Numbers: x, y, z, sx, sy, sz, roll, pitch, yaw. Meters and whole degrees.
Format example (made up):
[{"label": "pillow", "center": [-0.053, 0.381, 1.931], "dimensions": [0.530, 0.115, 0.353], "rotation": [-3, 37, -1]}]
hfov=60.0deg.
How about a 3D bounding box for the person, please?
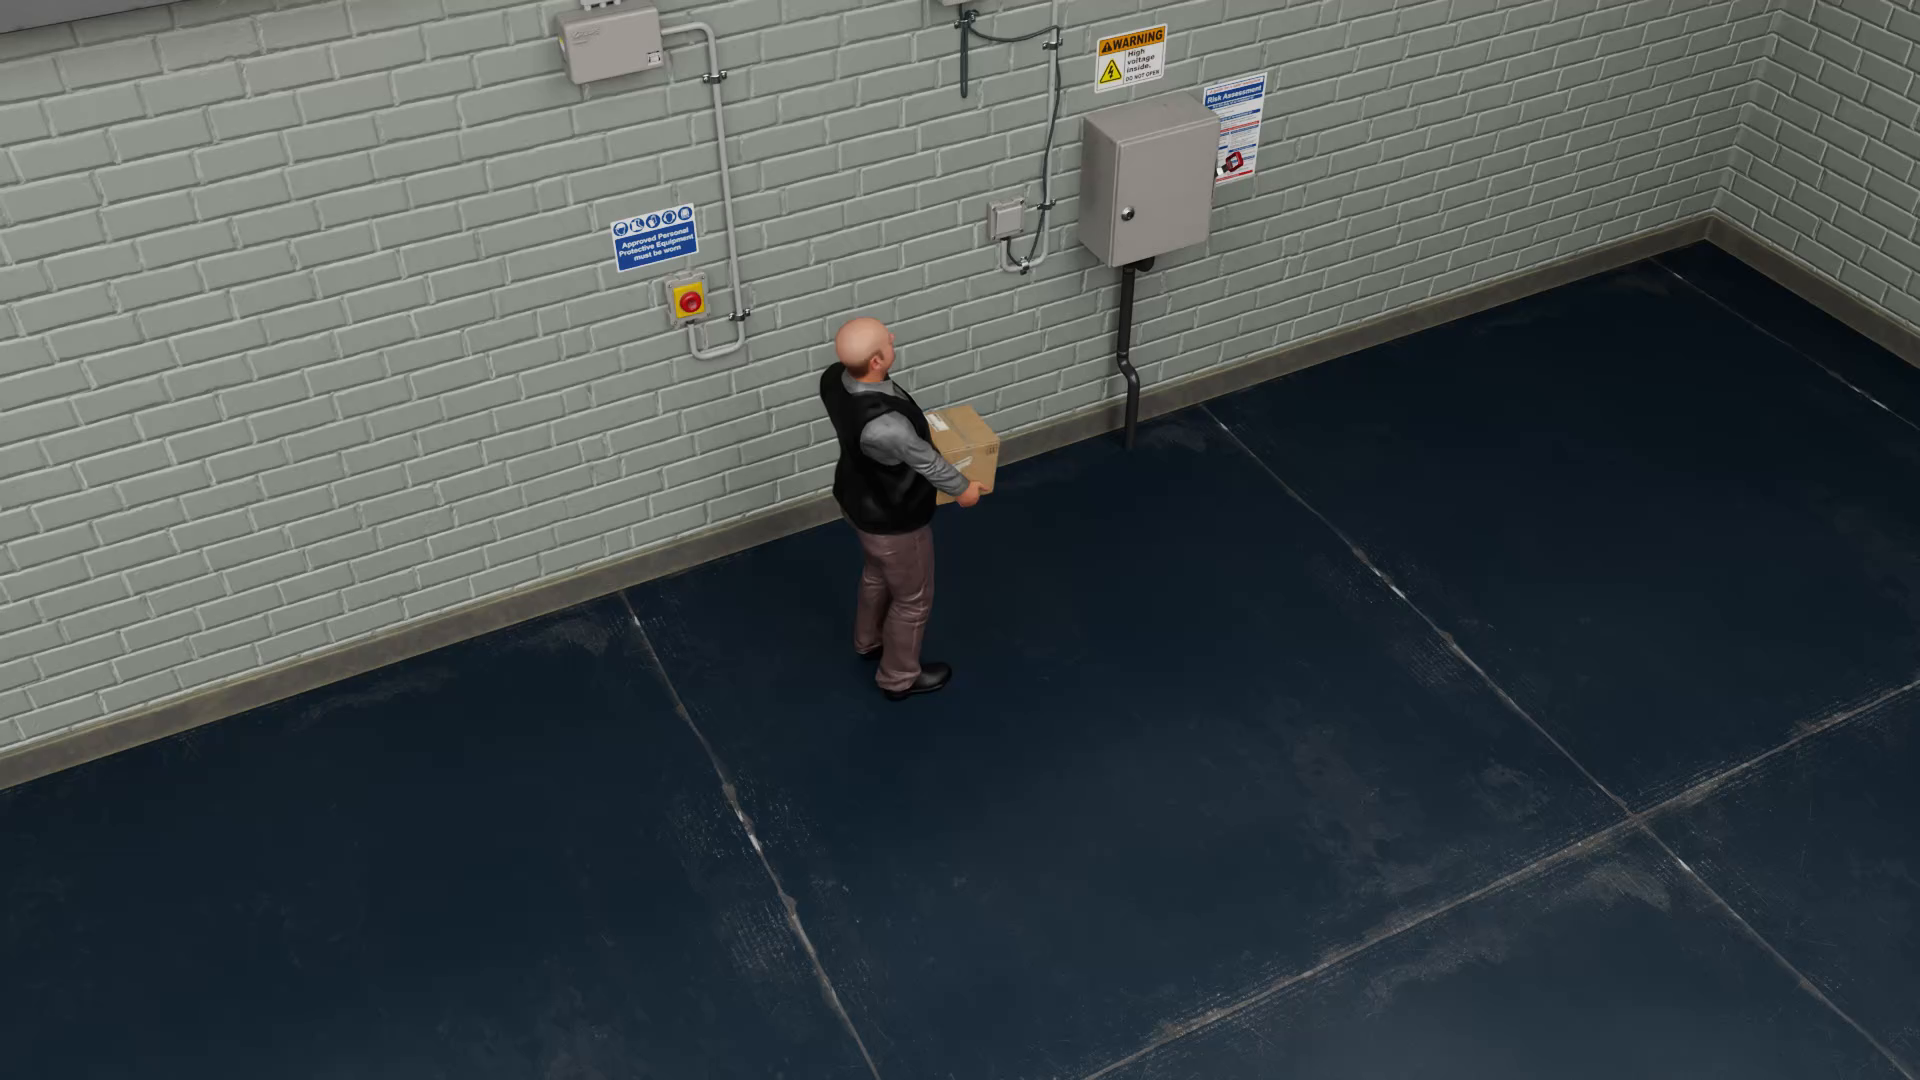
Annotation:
[{"label": "person", "center": [-0.203, -0.152, 6.360], "dimensions": [0.551, 1.711, 0.494], "rotation": [-19, 44, -20]}]
